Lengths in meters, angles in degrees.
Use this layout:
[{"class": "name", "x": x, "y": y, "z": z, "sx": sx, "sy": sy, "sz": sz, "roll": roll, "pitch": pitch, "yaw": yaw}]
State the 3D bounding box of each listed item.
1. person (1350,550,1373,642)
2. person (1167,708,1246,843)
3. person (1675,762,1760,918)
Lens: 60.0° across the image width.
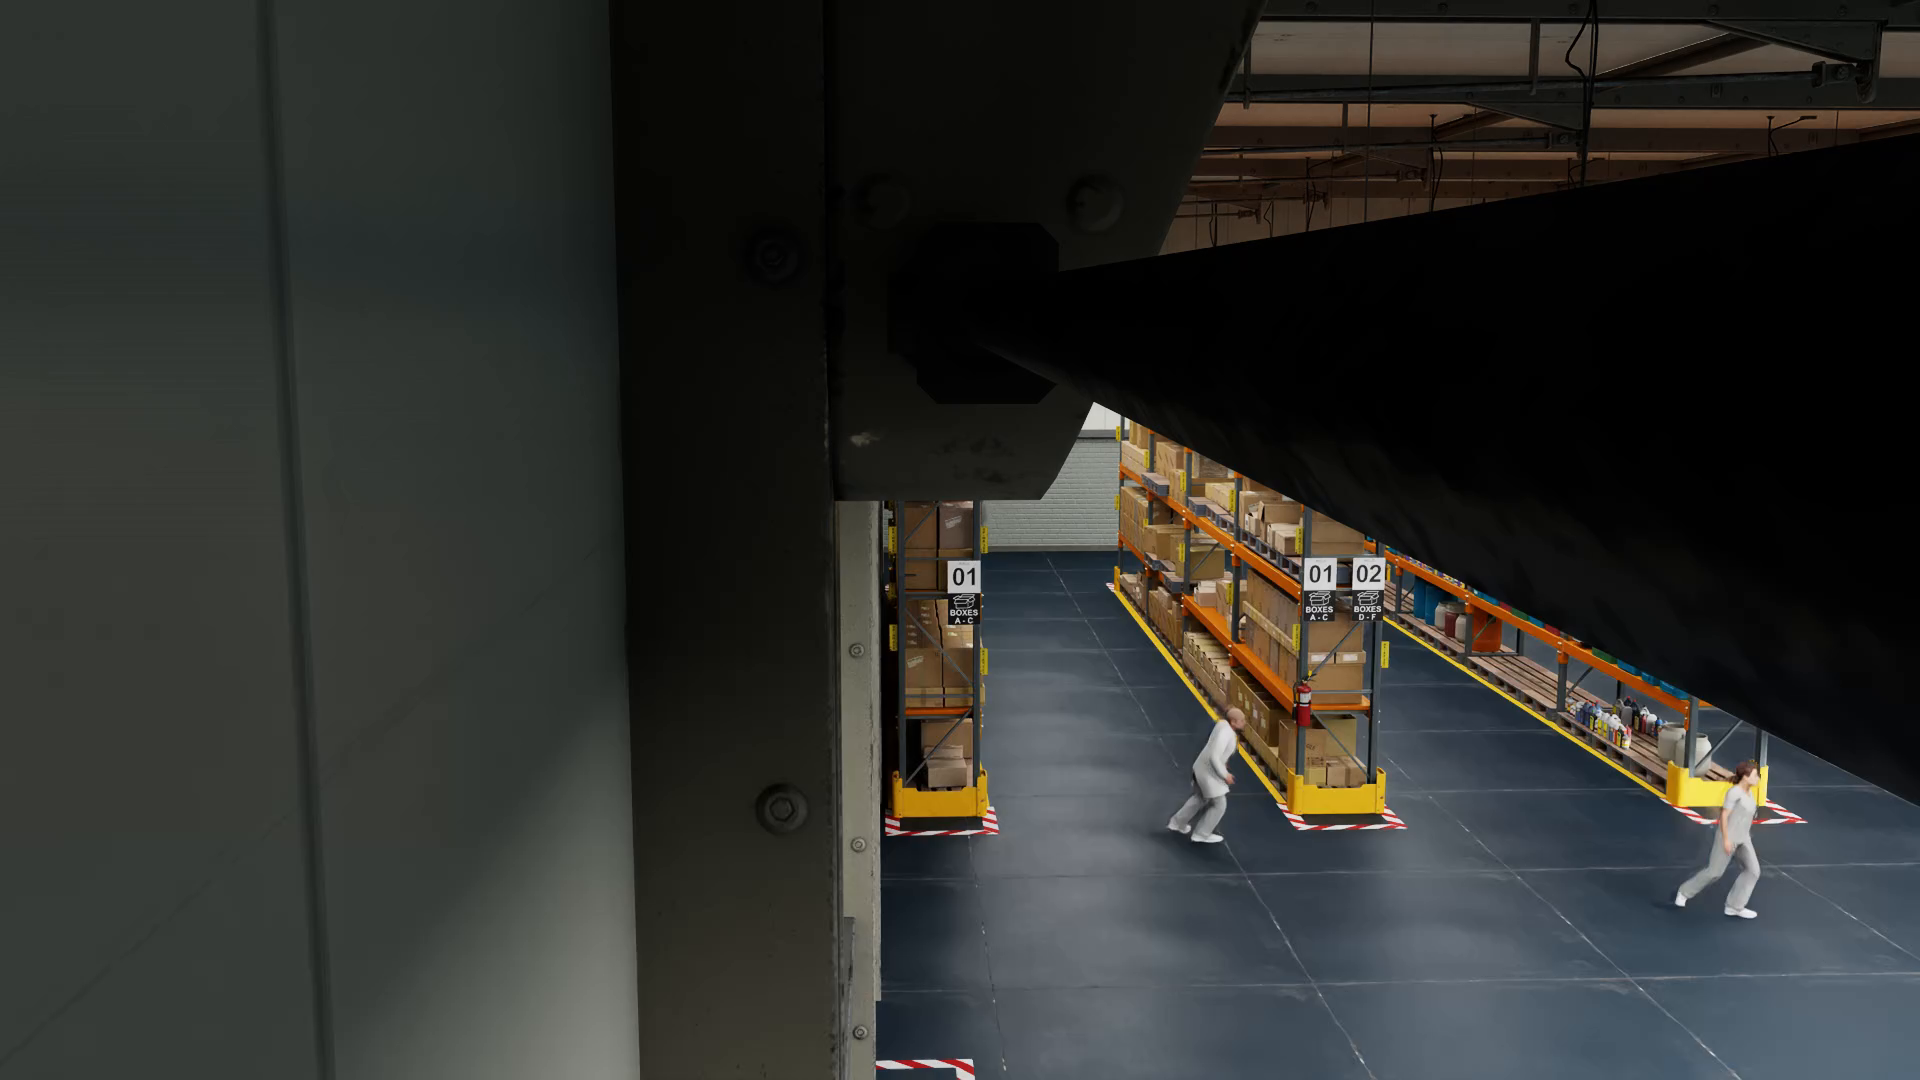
[{"class": "person", "x": 7.466, "y": 1.046, "z": 30.682, "sx": 0.636, "sy": 1.747, "sz": 0.659, "roll": 0, "pitch": 8, "yaw": 3}, {"class": "person", "x": 2.878, "y": 2.737, "z": 19.450, "sx": 0.873, "sy": 1.640, "sz": 0.739, "roll": 1, "pitch": 8, "yaw": 6}, {"class": "person", "x": 7.897, "y": 3.069, "z": 17.214, "sx": 0.702, "sy": 1.596, "sz": 0.740, "roll": -6, "pitch": 10, "yaw": -35}]
